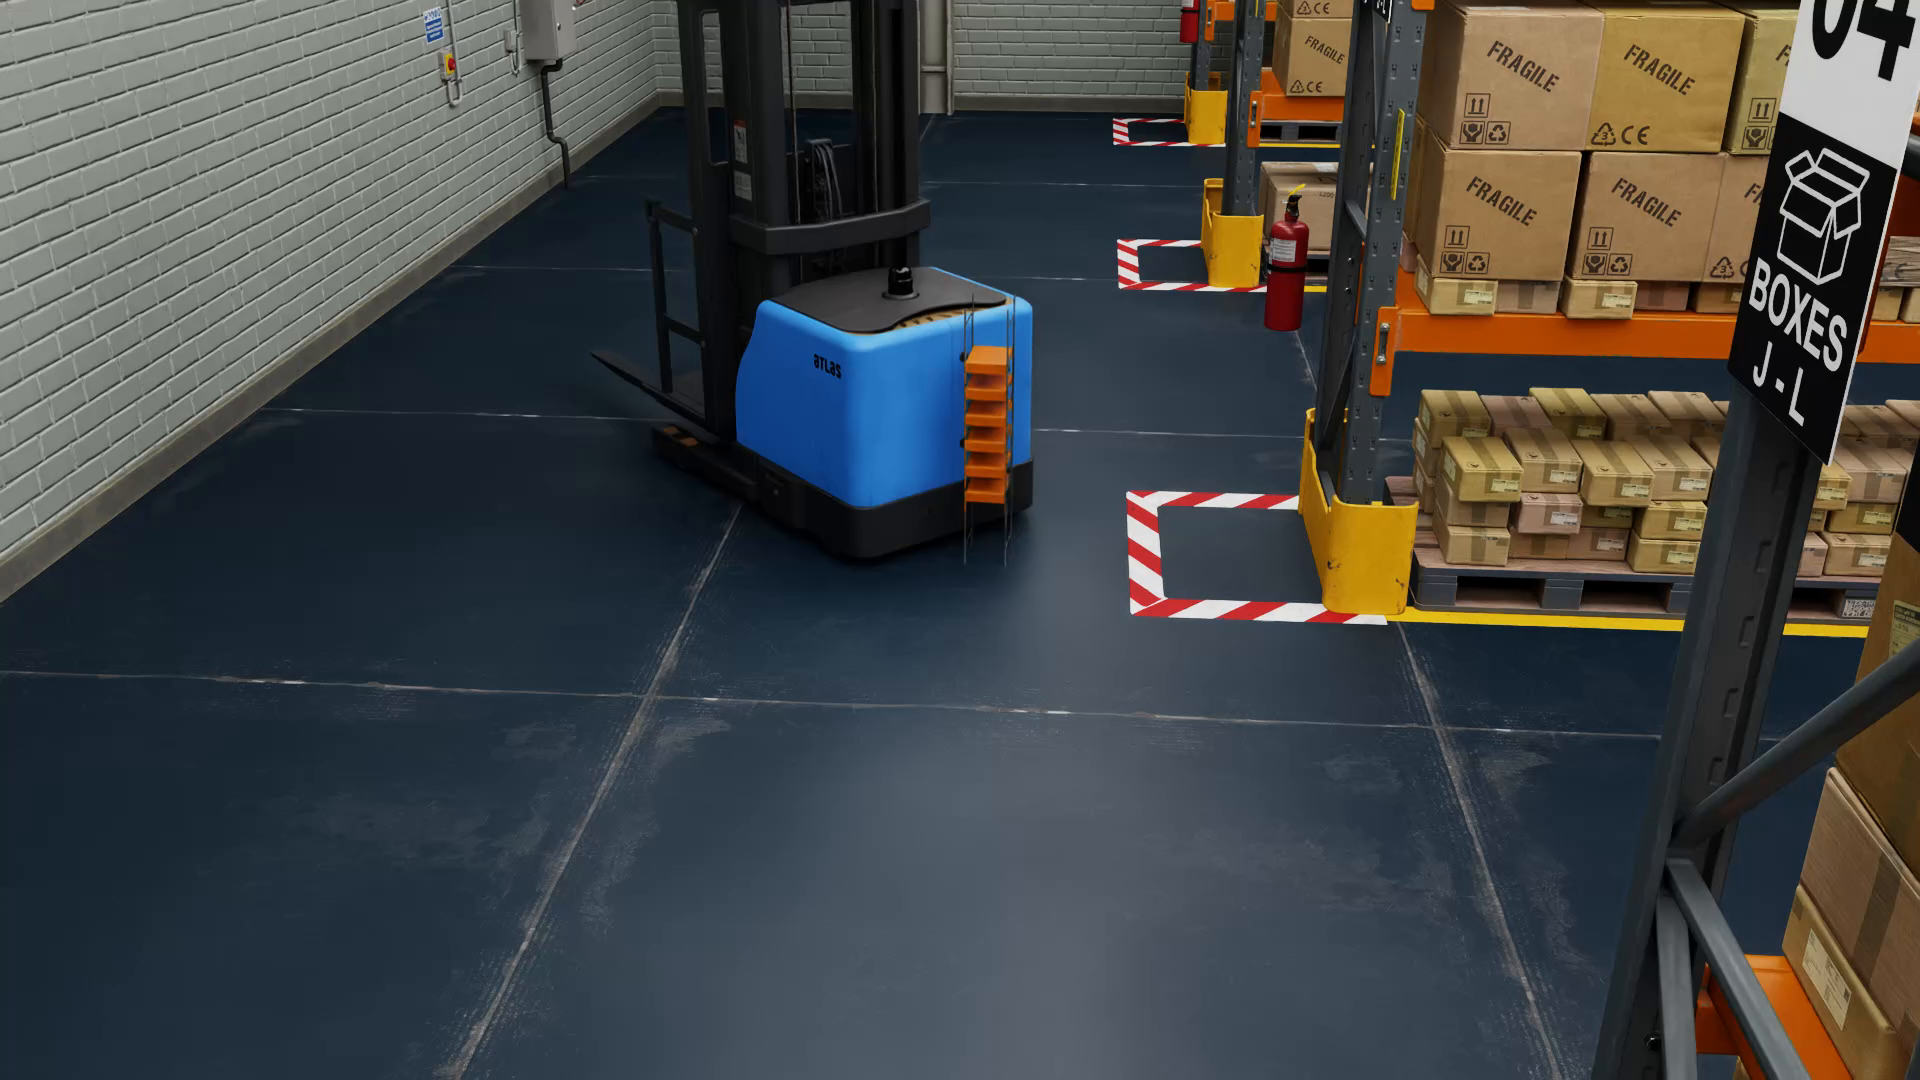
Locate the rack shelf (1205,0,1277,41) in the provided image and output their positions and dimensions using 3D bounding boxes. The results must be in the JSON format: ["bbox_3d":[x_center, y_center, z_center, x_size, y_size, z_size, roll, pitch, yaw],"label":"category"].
[{"bbox_3d":[4.345,-5.037,15.968,4.000,0.370,1.077,2,25,4],"label":"rack shelf"}]

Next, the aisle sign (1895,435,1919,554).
[{"bbox_3d":[1.121,-0.287,1.675,0.004,0.787,0.394,2,25,4],"label":"aisle sign"}]

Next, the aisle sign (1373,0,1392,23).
[{"bbox_3d":[1.601,-2.351,6.160,0.004,0.787,0.394,2,25,4],"label":"aisle sign"}]

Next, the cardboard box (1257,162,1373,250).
[{"bbox_3d":[2.640,-2.406,11.953,0.875,0.438,0.875,1,25,2],"label":"cardboard box"}]

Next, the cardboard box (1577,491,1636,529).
[{"bbox_3d":[2.719,-0.196,7.140,0.250,0.149,0.380,2,25,5],"label":"cardboard box"}]

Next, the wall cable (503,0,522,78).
[{"bbox_3d":[-3.552,-4.582,12.905,0.122,1.984,0.588,2,25,4],"label":"wall cable"}]

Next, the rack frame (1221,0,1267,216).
[{"bbox_3d":[1.975,-3.359,11.461,0.127,3.000,1.000,2,25,4],"label":"rack frame"}]

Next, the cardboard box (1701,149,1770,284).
[{"bbox_3d":[3.146,-1.316,6.546,0.500,0.500,0.500,2,25,5],"label":"cardboard box"}]

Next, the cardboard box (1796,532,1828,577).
[{"bbox_3d":[3.460,0.008,7.052,0.250,0.149,0.380,1,25,1],"label":"cardboard box"}]

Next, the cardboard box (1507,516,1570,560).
[{"bbox_3d":[2.461,-0.064,7.208,0.250,0.149,0.380,2,25,4],"label":"cardboard box"}]

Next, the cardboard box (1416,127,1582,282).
[{"bbox_3d":[2.123,-1.343,6.606,0.500,0.500,0.500,3,25,6],"label":"cardboard box"}]

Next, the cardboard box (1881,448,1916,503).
[{"bbox_3d":[4.004,-0.244,6.889,0.250,0.149,0.380,1,25,2],"label":"cardboard box"}]

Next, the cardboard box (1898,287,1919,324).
[{"bbox_3d":[3.818,-0.982,6.596,0.250,0.149,0.380,2,25,5],"label":"cardboard box"}]

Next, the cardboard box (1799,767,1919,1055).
[{"bbox_3d":[1.719,0.610,2.661,0.500,0.250,0.500,1,25,3],"label":"cardboard box"}]

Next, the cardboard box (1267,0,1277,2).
[{"bbox_3d":[2.915,-5.200,15.763,0.250,0.149,0.380,2,25,5],"label":"cardboard box"}]

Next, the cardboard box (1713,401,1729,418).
[{"bbox_3d":[3.537,-0.485,7.412,0.250,0.149,0.380,1,25,2],"label":"cardboard box"}]

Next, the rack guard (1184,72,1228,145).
[{"bbox_3d":[2.427,-4.290,16.474,0.348,0.500,1.175,2,25,4],"label":"rack guard"}]

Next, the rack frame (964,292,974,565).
[{"bbox_3d":[0.038,-0.480,7.357,0.006,1.200,0.240,4,25,8],"label":"rack frame"}]

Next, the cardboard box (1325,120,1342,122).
[{"bbox_3d":[3.803,-4.380,16.169,0.500,0.500,0.700,3,25,6],"label":"cardboard box"}]

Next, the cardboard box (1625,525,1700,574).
[{"bbox_3d":[2.956,-0.005,7.080,0.250,0.149,0.380,2,25,5],"label":"cardboard box"}]

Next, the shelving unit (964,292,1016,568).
[{"bbox_3d":[0.129,-0.474,7.344,0.189,1.200,0.258,4,25,8],"label":"shelving unit"}]

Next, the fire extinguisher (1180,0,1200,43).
[{"bbox_3d":[2.169,-5.035,15.643,0.183,0.674,0.296,2,25,4],"label":"fire extinguisher"}]

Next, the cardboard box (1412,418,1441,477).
[{"bbox_3d":[2.244,-0.425,7.638,0.250,0.149,0.380,1,25,3],"label":"cardboard box"}]

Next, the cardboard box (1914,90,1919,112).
[{"bbox_3d":[3.653,-1.748,6.289,0.500,0.500,0.500,1,25,2],"label":"cardboard box"}]

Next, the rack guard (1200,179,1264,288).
[{"bbox_3d":[1.951,-2.224,11.985,0.348,0.500,1.175,2,25,4],"label":"rack guard"}]

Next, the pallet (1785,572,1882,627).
[{"bbox_3d":[3.793,0.058,7.372,1.213,0.211,1.003,2,25,4],"label":"pallet"}]

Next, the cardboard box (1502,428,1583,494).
[{"bbox_3d":[2.477,-0.341,7.100,0.250,0.149,0.380,2,25,5],"label":"cardboard box"}]

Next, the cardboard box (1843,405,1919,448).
[{"bbox_3d":[4.044,-0.464,7.367,0.250,0.149,0.380,1,25,2],"label":"cardboard box"}]

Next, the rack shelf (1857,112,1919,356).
[{"bbox_3d":[3.210,-0.200,1.869,4.000,0.370,1.077,2,25,4],"label":"rack shelf"}]

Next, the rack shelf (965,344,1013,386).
[{"bbox_3d":[0.129,-0.760,7.212,0.180,0.103,0.258,4,25,8],"label":"rack shelf"}]

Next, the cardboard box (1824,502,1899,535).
[{"bbox_3d":[3.780,-0.170,7.083,0.250,0.149,0.380,3,25,6],"label":"cardboard box"}]

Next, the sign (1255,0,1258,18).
[{"bbox_3d":[1.926,-3.557,10.761,0.005,0.325,0.100,2,25,4],"label":"sign"}]

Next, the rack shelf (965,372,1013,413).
[{"bbox_3d":[0.129,-0.651,7.262,0.180,0.103,0.258,4,25,8],"label":"rack shelf"}]

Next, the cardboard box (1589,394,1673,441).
[{"bbox_3d":[3.011,-0.525,7.499,0.250,0.149,0.380,1,25,2],"label":"cardboard box"}]

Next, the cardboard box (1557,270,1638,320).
[{"bbox_3d":[2.515,-1.009,6.656,0.250,0.149,0.380,1,25,2],"label":"cardboard box"}]

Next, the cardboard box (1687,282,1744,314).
[{"bbox_3d":[3.053,-1.039,6.721,0.250,0.149,0.380,2,25,3],"label":"cardboard box"}]

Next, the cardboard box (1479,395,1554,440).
[{"bbox_3d":[2.490,-0.515,7.477,0.250,0.149,0.380,2,25,5],"label":"cardboard box"}]

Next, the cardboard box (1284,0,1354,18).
[{"bbox_3d":[2.431,-3.724,10.940,0.500,0.500,0.500,1,25,3],"label":"cardboard box"}]

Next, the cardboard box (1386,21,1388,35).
[{"bbox_3d":[2.938,-3.265,11.137,0.500,0.500,0.500,1,25,3],"label":"cardboard box"}]

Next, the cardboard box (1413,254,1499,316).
[{"bbox_3d":[1.994,-1.031,6.703,0.250,0.149,0.380,2,25,4],"label":"cardboard box"}]

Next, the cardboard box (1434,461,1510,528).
[{"bbox_3d":[2.199,-0.199,7.147,0.250,0.149,0.380,3,25,6],"label":"cardboard box"}]

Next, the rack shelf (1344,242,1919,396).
[{"bbox_3d":[3.690,-0.902,6.982,4.000,0.370,1.077,2,25,4],"label":"rack shelf"}]

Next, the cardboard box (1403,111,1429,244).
[{"bbox_3d":[2.164,-1.566,7.089,0.500,0.500,0.500,2,25,5],"label":"cardboard box"}]

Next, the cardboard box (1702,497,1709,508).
[{"bbox_3d":[3.238,-0.174,7.092,0.250,0.149,0.380,1,25,1],"label":"cardboard box"}]

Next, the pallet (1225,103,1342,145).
[{"bbox_3d":[3.222,-4.133,16.480,1.213,0.211,1.003,2,25,4],"label":"pallet"}]

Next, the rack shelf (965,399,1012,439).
[{"bbox_3d":[0.129,-0.542,7.312,0.180,0.103,0.258,4,25,8],"label":"rack shelf"}]

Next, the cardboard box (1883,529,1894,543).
[{"bbox_3d":[3.981,0.000,7.070,0.250,0.149,0.380,2,25,5],"label":"cardboard box"}]

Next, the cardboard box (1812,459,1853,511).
[{"bbox_3d":[3.506,-0.266,6.936,0.250,0.149,0.380,2,25,5],"label":"cardboard box"}]

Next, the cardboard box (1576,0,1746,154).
[{"bbox_3d":[2.627,-1.789,6.377,0.500,0.500,0.500,3,25,6],"label":"cardboard box"}]

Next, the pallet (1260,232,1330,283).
[{"bbox_3d":[2.778,-2.099,12.059,1.213,0.211,1.003,2,25,4],"label":"pallet"}]

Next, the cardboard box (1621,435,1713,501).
[{"bbox_3d":[2.972,-0.306,7.024,0.250,0.149,0.380,1,25,1],"label":"cardboard box"}]

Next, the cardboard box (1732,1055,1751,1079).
[{"bbox_3d":[1.860,1.533,2.869,0.875,0.875,0.875,2,25,4],"label":"cardboard box"}]

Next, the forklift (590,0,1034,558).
[{"bbox_3d":[-0.948,-1.803,8.162,1.130,2.935,3.031,-18,30,-34],"label":"forklift"}]

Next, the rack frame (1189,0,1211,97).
[{"bbox_3d":[2.351,-5.428,15.957,0.127,3.000,1.000,2,25,4],"label":"rack frame"}]
